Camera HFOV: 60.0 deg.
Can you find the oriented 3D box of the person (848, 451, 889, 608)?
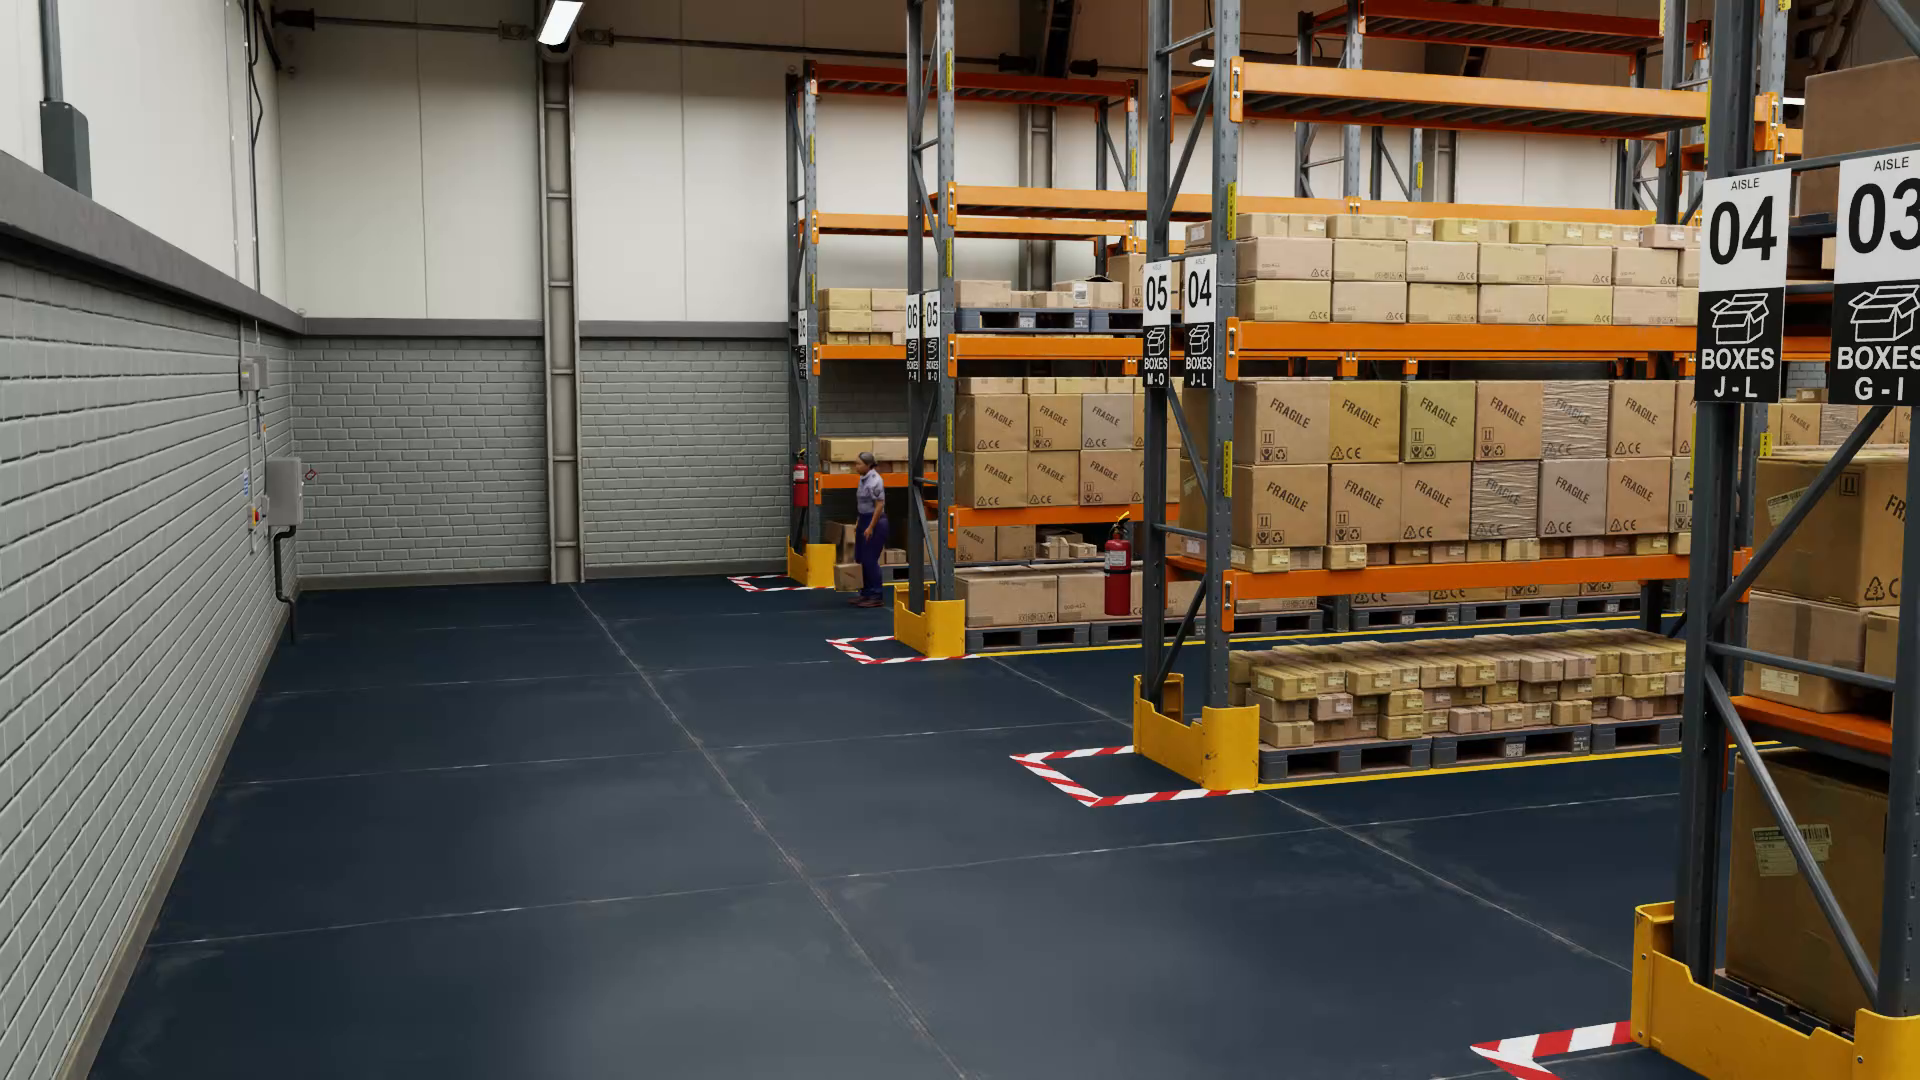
[{"bbox_3d":[-0.967,-0.124,17.804,0.368,1.654,0.532,-2,6,-20],"label":"person"}]
